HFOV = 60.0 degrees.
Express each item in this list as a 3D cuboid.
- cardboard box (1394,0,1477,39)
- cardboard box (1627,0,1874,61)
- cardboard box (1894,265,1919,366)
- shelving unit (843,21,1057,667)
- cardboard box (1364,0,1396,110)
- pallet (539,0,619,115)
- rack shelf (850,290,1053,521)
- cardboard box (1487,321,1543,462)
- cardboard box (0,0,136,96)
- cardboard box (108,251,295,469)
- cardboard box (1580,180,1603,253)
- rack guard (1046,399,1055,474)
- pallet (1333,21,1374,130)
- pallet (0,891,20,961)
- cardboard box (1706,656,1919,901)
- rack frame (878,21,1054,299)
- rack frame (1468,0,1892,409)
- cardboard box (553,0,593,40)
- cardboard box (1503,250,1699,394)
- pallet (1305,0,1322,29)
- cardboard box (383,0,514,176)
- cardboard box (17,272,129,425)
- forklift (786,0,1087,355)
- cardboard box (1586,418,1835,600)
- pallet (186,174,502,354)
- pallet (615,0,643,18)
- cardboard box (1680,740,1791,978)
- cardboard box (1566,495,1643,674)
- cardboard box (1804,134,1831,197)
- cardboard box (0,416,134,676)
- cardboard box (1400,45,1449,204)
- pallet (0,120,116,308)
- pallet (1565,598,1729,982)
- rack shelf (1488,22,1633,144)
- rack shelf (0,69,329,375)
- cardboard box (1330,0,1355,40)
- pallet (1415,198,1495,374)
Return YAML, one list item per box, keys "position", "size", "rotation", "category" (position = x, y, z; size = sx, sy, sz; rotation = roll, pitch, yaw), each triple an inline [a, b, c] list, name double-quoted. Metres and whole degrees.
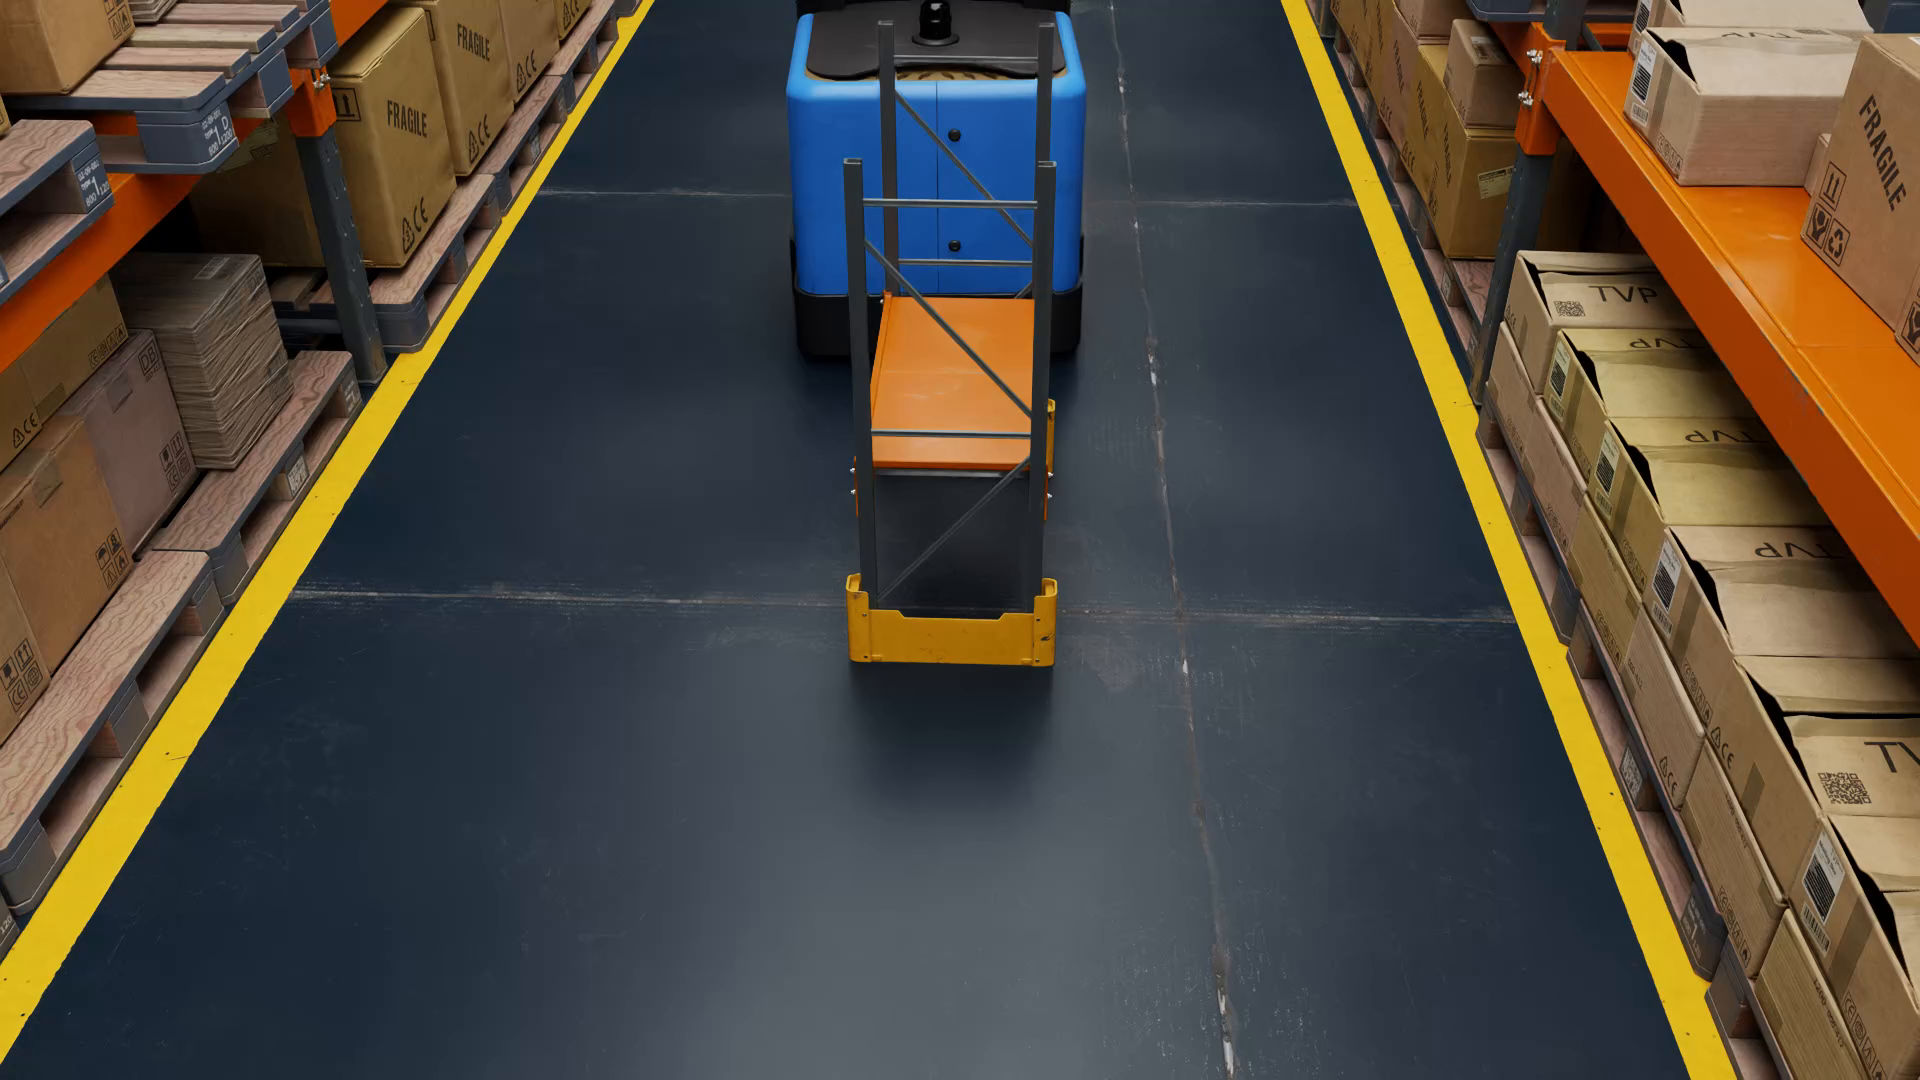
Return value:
- position: [2.174, -2.347, 7.120]
  size: [0.500, 0.250, 0.500]
  rotation: [1, 35, 1]
  category: "cardboard box"
- position: [2.277, -1.476, 4.818]
  size: [0.500, 0.311, 0.500]
  rotation: [3, 35, 5]
  category: "cardboard box"
- position: [2.263, -0.494, 3.257]
  size: [0.500, 0.500, 0.500]
  rotation: [1, 35, 2]
  category: "cardboard box"
- position: [-0.003, -0.570, 4.756]
  size: [0.587, 1.500, 1.083]
  rotation: [1, 35, 2]
  category: "shelving unit"
- position: [2.195, -2.310, 7.719]
  size: [0.500, 0.500, 0.500]
  rotation: [2, 35, 2]
  category: "cardboard box"
- position: [-2.409, -2.545, 8.687]
  size: [1.003, 0.211, 1.213]
  rotation: [1, 35, 2]
  category: "pallet"
- position: [-0.003, -0.417, 4.852]
  size: [0.538, 0.185, 1.000]
  rotation: [1, 35, 2]
  category: "rack shelf"
- position: [2.021, -0.473, 5.340]
  size: [0.500, 0.250, 0.500]
  rotation: [1, 35, 2]
  category: "cardboard box"
- position: [-2.618, -1.461, 4.251]
  size: [0.700, 0.500, 0.500]
  rotation: [-2, 35, -3]
  category: "cardboard box"
- position: [-2.591, -0.575, 5.250]
  size: [0.700, 0.500, 0.500]
  rotation: [2, 35, 3]
  category: "cardboard box"
- position: [2.655, -1.433, 6.472]
  size: [0.500, 0.500, 0.500]
  rotation: [0, 35, 0]
  category: "cardboard box"
- position: [0.017, -0.345, 5.523]
  size: [0.587, 0.250, 0.087]
  rotation: [1, 35, 2]
  category: "rack guard"
- position: [2.501, -2.409, 8.494]
  size: [1.003, 0.211, 1.213]
  rotation: [1, 35, 2]
  category: "pallet"
- position: [-2.745, 1.159, 3.417]
  size: [1.003, 0.211, 1.213]
  rotation: [1, 35, 2]
  category: "pallet"
- position: [1.942, 0.477, 3.501]
  size: [0.500, 0.311, 0.500]
  rotation: [1, 35, 2]
  category: "cardboard box"
- position: [0.017, -0.857, 5.165]
  size: [0.500, 1.500, 0.032]
  rotation: [1, 35, 2]
  category: "rack frame"
- position: [2.336, -1.720, 5.089]
  size: [1.000, 3.000, 0.127]
  rotation: [1, 35, 2]
  category: "rack frame"
- position: [-2.350, -3.046, 8.480]
  size: [0.750, 0.750, 0.750]
  rotation: [2, 35, 2]
  category: "cardboard box"
- position: [2.021, -0.702, 5.179]
  size: [0.500, 0.311, 0.500]
  rotation: [2, 35, 3]
  category: "cardboard box"
- position: [2.525, -3.272, 9.722]
  size: [1.003, 0.211, 1.213]
  rotation: [1, 35, 2]
  category: "pallet"
- position: [-2.412, -2.047, 7.059]
  size: [0.750, 0.750, 0.750]
  rotation: [1, 35, 2]
  category: "cardboard box"
- position: [-2.677, -0.556, 4.571]
  size: [0.500, 0.250, 0.500]
  rotation: [2, 35, 3]
  category: "cardboard box"
- position: [-0.112, -2.691, 6.530]
  size: [1.130, 2.935, 3.031]
  rotation: [-1, 35, -1]
  category: "forklift"
- position: [1.986, -0.107, 4.332]
  size: [0.500, 0.311, 0.500]
  rotation: [0, 35, 1]
  category: "cardboard box"
- position: [-2.507, -1.143, 6.692]
  size: [1.003, 0.211, 1.213]
  rotation: [1, 35, 2]
  category: "pallet"
- position: [-2.345, -3.425, 9.939]
  size: [1.003, 0.211, 1.213]
  rotation: [1, 35, 2]
  category: "pallet"
- position: [1.944, 0.702, 3.669]
  size: [0.500, 0.250, 0.500]
  rotation: [2, 35, 3]
  category: "cardboard box"
- position: [1.987, 0.115, 4.504]
  size: [0.500, 0.250, 0.500]
  rotation: [0, 35, 1]
  category: "cardboard box"
- position: [2.341, -0.883, 4.117]
  size: [0.380, 0.149, 0.250]
  rotation: [4, 35, 5]
  category: "cardboard box"
- position: [-2.720, 0.005, 4.426]
  size: [0.700, 0.500, 0.500]
  rotation: [1, 35, 2]
  category: "cardboard box"
- position: [2.160, -1.717, 6.876]
  size: [0.500, 0.500, 0.500]
  rotation: [0, 35, 0]
  category: "cardboard box"
- position: [-2.653, -0.616, 3.684]
  size: [1.003, 0.211, 1.213]
  rotation: [1, 35, 2]
  category: "pallet"
- position: [2.212, 0.592, 4.224]
  size: [1.003, 0.211, 1.213]
  rotation: [1, 35, 2]
  category: "pallet"
- position: [2.416, -2.575, 6.931]
  size: [1.077, 0.370, 4.000]
  rotation: [1, 35, 2]
  category: "rack shelf"
- position: [-2.695, -0.389, 3.820]
  size: [1.077, 0.370, 4.000]
  rotation: [1, 35, 2]
  category: "rack shelf"
- position: [2.233, -2.903, 8.564]
  size: [0.500, 0.500, 0.500]
  rotation: [0, 35, 0]
  category: "cardboard box"
- position: [2.403, -1.007, 6.500]
  size: [1.003, 0.211, 1.213]
  rotation: [1, 35, 2]
  category: "pallet"
